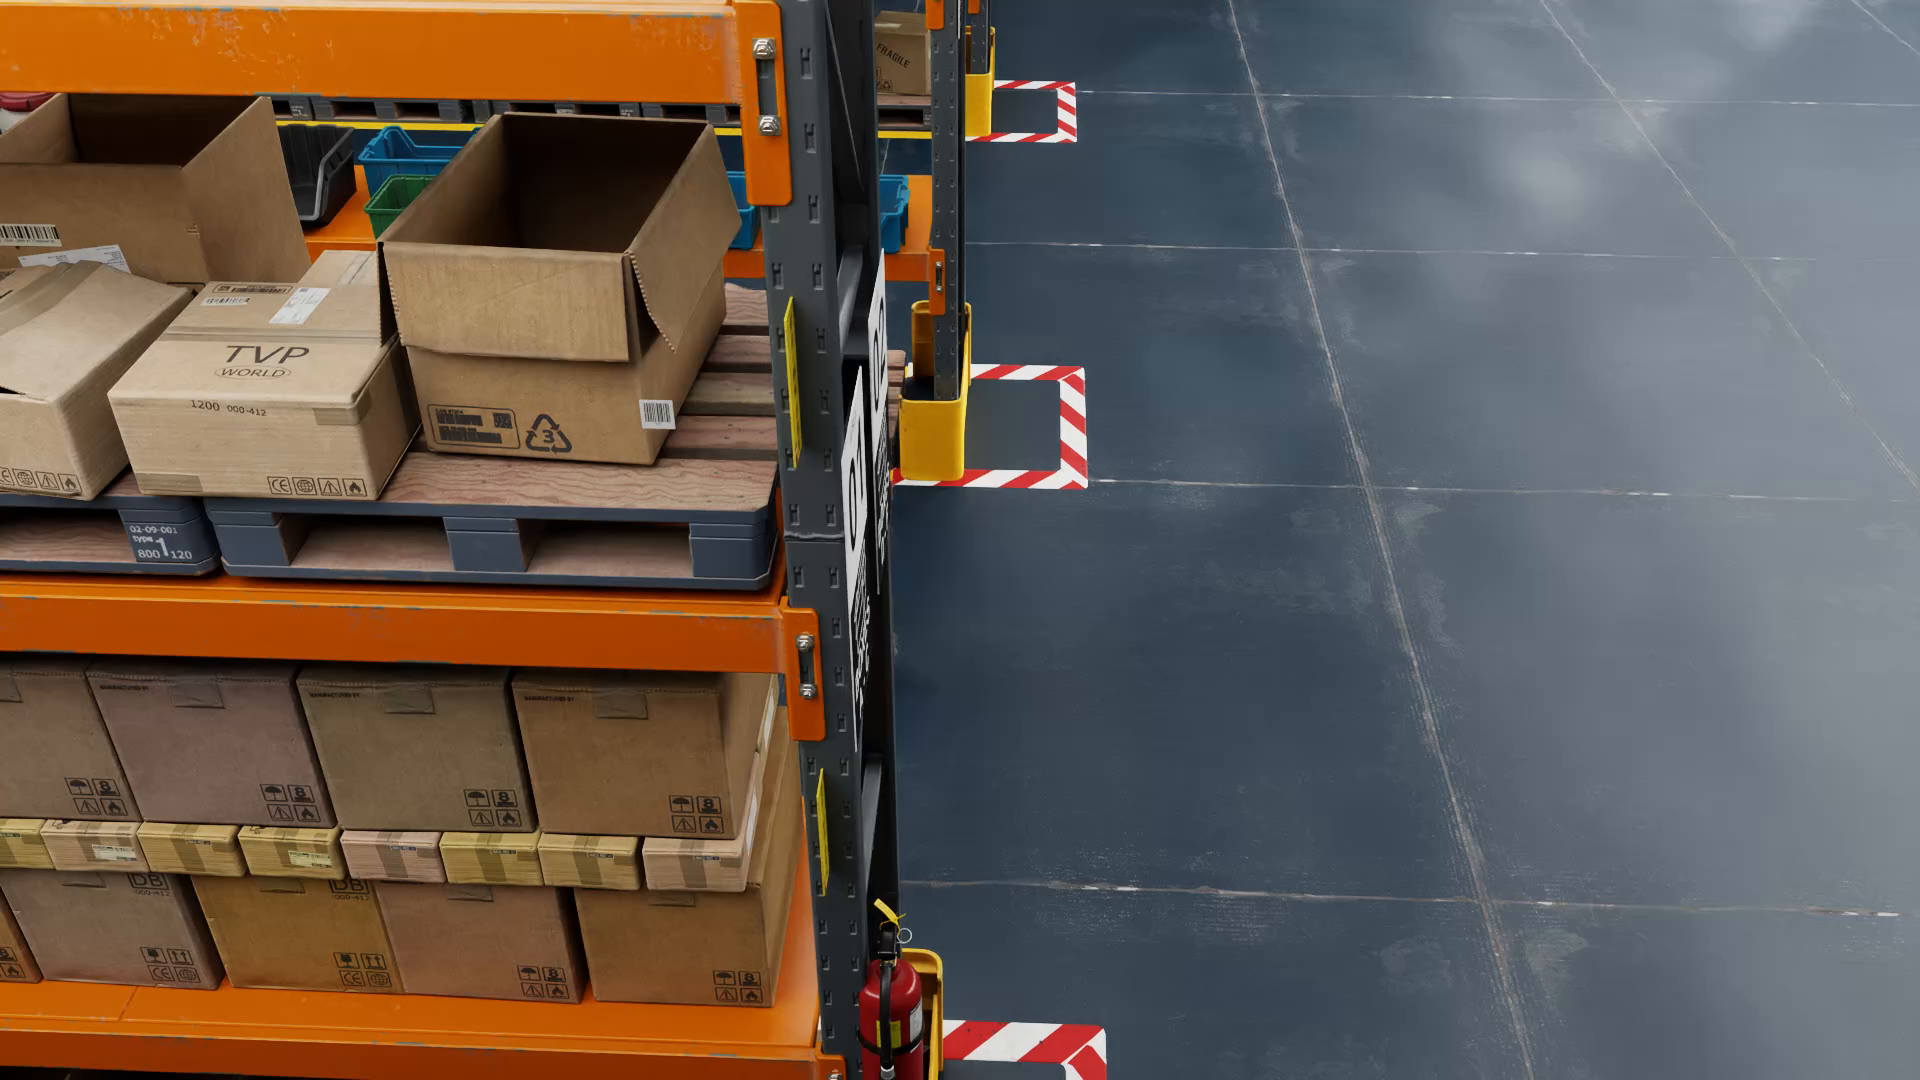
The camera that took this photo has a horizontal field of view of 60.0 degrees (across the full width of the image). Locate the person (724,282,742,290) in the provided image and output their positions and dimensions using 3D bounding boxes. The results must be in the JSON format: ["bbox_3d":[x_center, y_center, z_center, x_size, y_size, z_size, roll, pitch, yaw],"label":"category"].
[{"bbox_3d":[-1.043,-0.346,7.602,0.456,1.794,0.617,17,39,23],"label":"person"}]
